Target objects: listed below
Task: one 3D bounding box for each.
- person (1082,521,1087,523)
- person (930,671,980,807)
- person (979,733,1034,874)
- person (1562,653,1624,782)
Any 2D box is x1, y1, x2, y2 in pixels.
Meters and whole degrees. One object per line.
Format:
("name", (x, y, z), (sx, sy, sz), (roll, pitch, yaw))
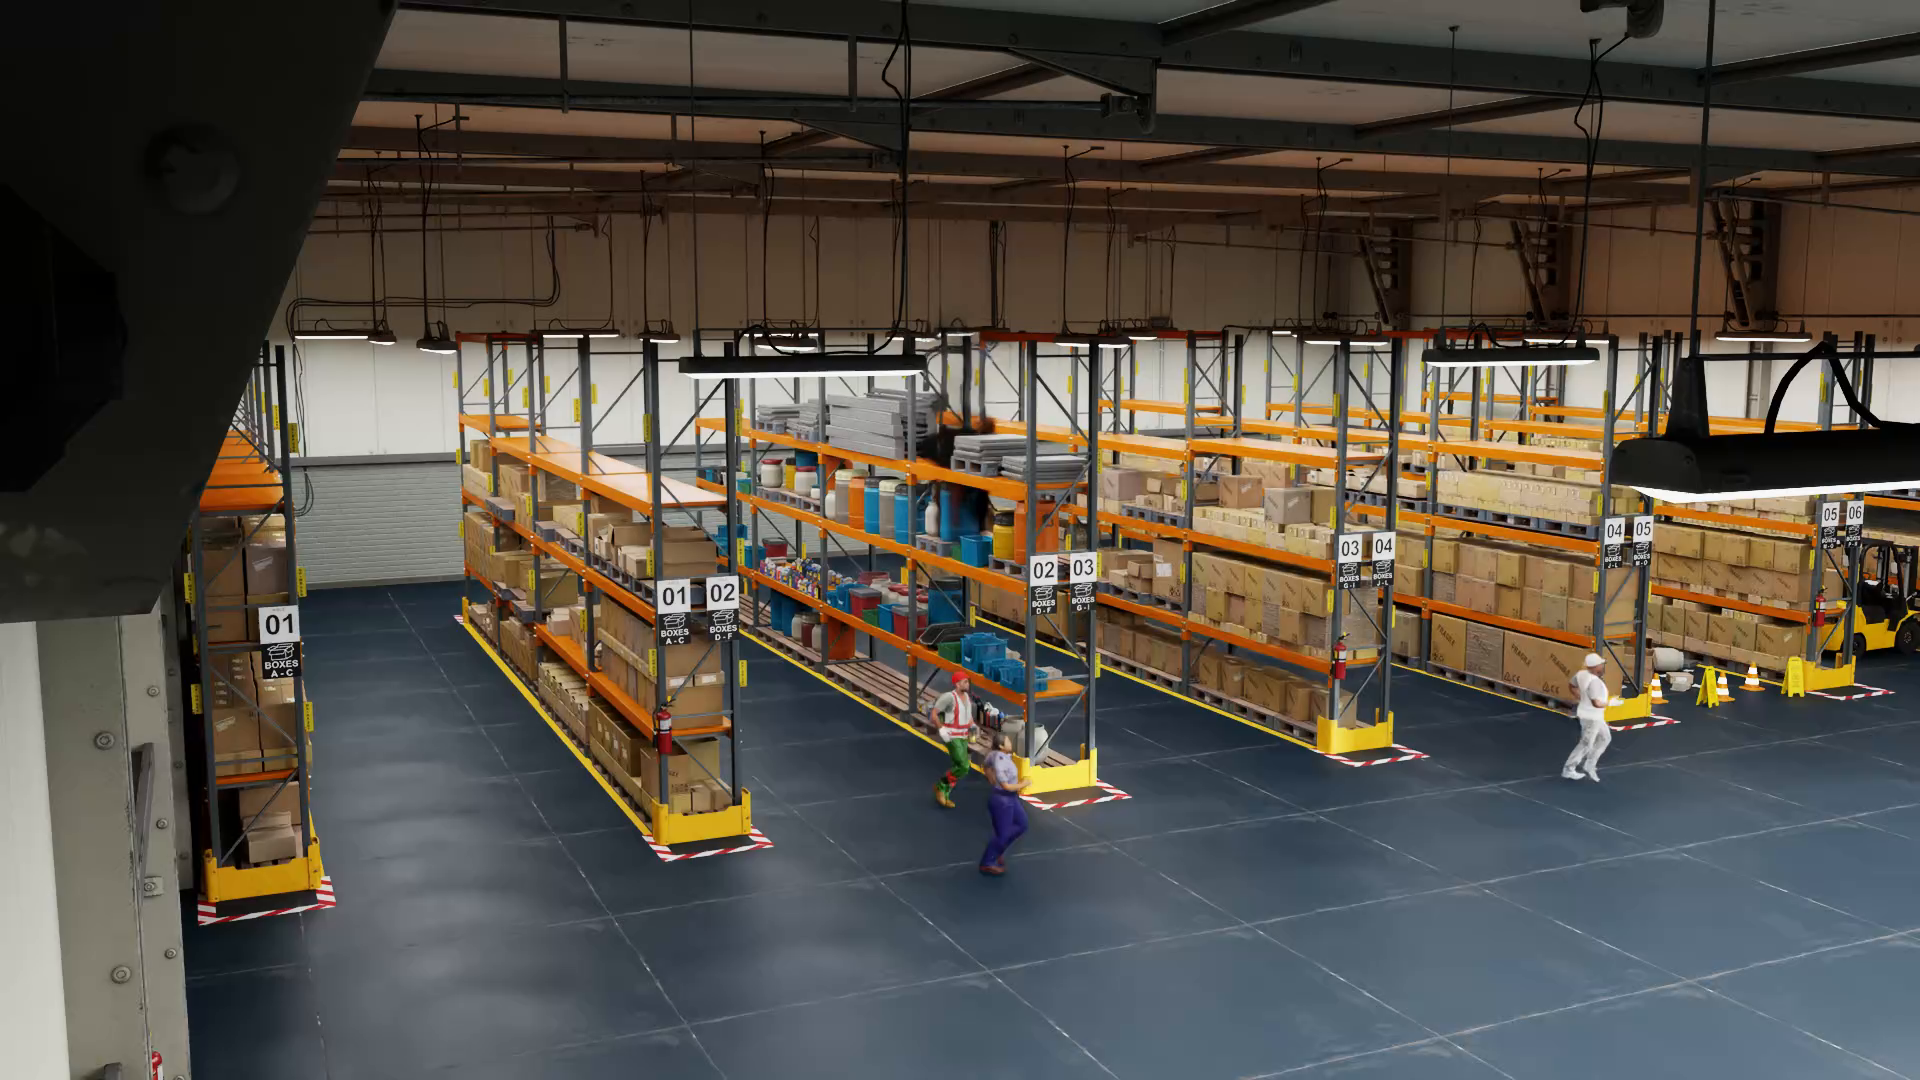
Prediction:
("person", (2.844, 0.359, 38.466), (0.645, 1.609, 0.519), (-4, 9, -27))
("person", (-0.002, 2.572, 21.581), (0.539, 1.739, 0.670), (5, 9, 32))
("person", (0.528, 2.983, 18.940), (0.623, 1.627, 0.608), (0, 8, 3))
("person", (8.579, 2.429, 22.548), (0.737, 1.816, 0.653), (2, 8, 12))
